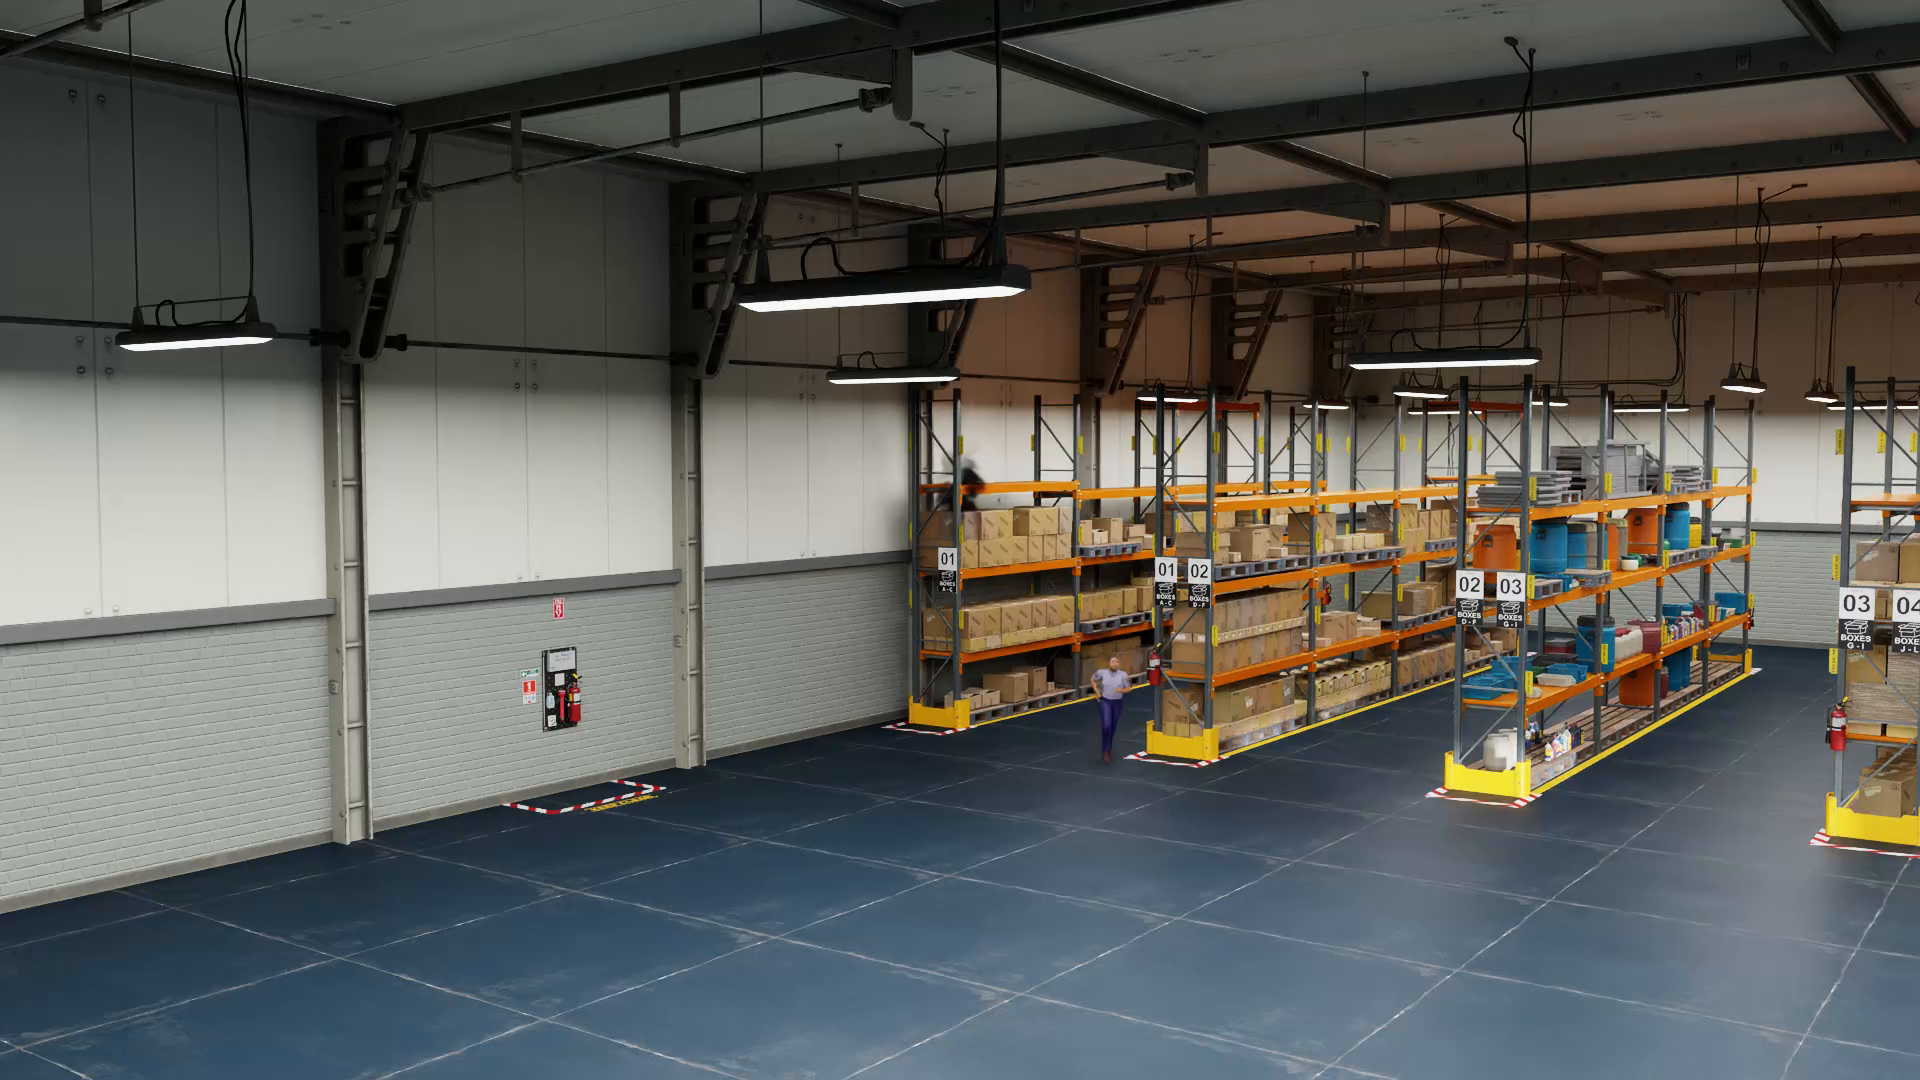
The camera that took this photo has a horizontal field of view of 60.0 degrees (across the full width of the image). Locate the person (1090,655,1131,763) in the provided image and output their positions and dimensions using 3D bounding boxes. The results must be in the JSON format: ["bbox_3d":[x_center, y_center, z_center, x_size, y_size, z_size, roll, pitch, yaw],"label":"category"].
[{"bbox_3d":[2.406,2.663,26.480,0.599,1.661,0.757,0,3,-7],"label":"person"}]
